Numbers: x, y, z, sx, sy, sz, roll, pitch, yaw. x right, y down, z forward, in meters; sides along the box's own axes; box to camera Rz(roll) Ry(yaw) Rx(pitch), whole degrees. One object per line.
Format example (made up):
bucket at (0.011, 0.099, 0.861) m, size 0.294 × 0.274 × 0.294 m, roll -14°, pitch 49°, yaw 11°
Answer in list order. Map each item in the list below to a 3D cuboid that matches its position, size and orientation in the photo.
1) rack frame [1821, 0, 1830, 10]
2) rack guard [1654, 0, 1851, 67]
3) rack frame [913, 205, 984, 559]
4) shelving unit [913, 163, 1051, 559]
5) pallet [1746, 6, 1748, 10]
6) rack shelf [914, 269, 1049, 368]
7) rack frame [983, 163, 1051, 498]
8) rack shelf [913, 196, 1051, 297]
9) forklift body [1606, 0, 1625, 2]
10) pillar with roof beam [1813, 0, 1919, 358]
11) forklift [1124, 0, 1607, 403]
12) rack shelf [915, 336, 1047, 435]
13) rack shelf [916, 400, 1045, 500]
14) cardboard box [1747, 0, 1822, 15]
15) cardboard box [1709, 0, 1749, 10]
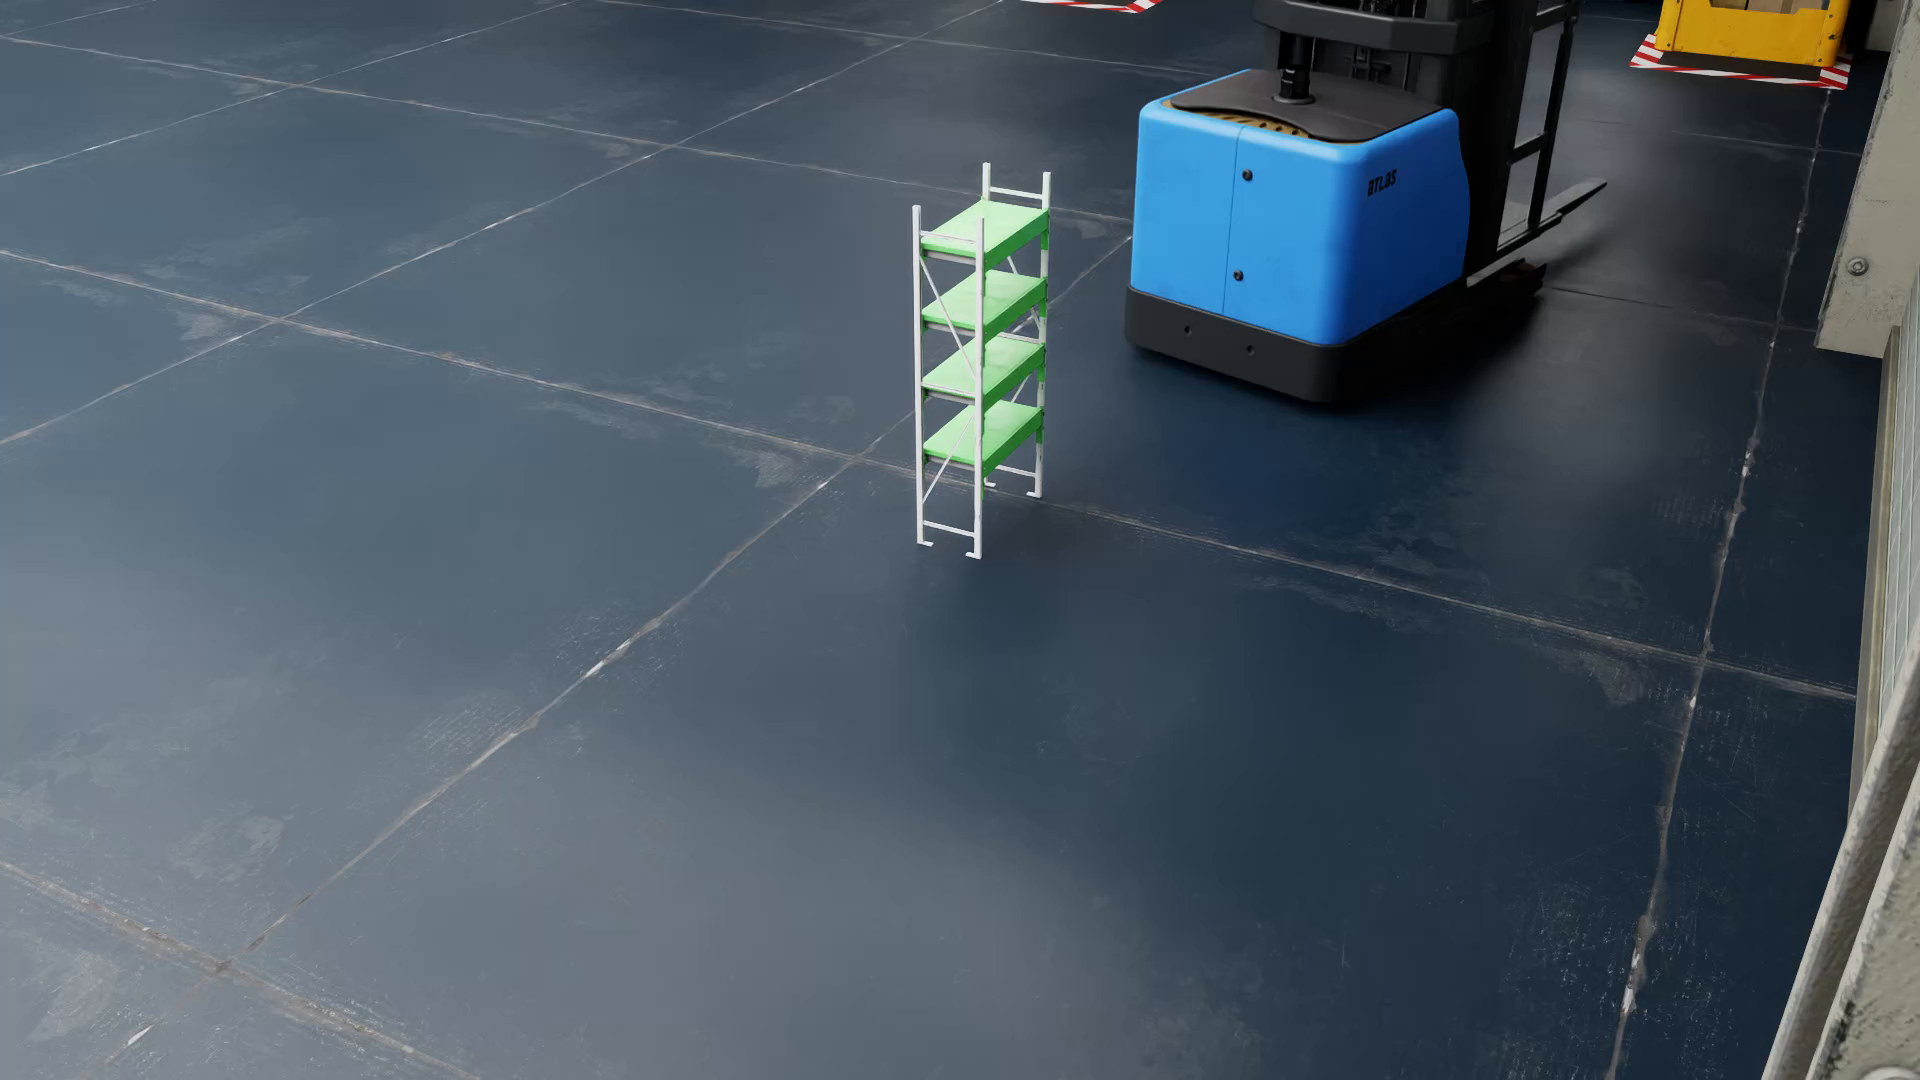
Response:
rack frame at (5.541, -4.747, 11.004) m, size 1.000 × 3.000 × 0.127 m, roll 14°, pitch 33°, yaw 23°
rack guard at (5.530, -3.652, 11.608) m, size 1.175 × 0.500 × 0.348 m, roll 14°, pitch 33°, yaw 23°
rack frame at (-0.036, -0.486, 5.391) m, size 0.240 × 1.200 × 0.015 m, roll 14°, pitch 33°, yaw 23°
shelving unit at (0.075, -0.594, 5.579) m, size 0.258 × 1.200 × 0.503 m, roll 14°, pitch 33°, yaw 23°
pallet at (5.852, -3.886, 12.305) m, size 1.003 × 0.211 × 1.213 m, roll 14°, pitch 33°, yaw 23°
rack shelf at (0.075, -0.746, 5.491) m, size 0.258 × 0.148 × 0.480 m, roll 14°, pitch 33°, yaw 23°
rack frame at (0.187, -0.702, 5.767) m, size 0.240 × 1.200 × 0.015 m, roll 14°, pitch 33°, yaw 23°
rack shelf at (0.075, -0.955, 5.372) m, size 0.258 × 0.148 × 0.480 m, roll 14°, pitch 33°, yaw 23°
forklift body at (4.780, -5.633, 13.400) m, size 2.313 × 2.155 × 1.214 m, roll 14°, pitch 33°, yaw 23°
pillar with roof beam at (0.095, -5.769, 6.760) m, size 9.100 × 9.000 × 0.400 m, roll 14°, pitch 33°, yaw 23°
forklift at (2.056, -2.463, 7.096) m, size 1.130 × 2.935 × 3.031 m, roll 24°, pitch 38°, yaw 35°
rack shelf at (0.075, -0.538, 5.611) m, size 0.258 × 0.148 × 0.480 m, roll 14°, pitch 33°, yaw 23°
rack shelf at (0.075, -0.330, 5.730) m, size 0.258 × 0.148 × 0.480 m, roll 14°, pitch 33°, yaw 23°
cardboard box at (5.939, -3.910, 11.886) m, size 0.500 × 0.250 × 0.500 m, roll 14°, pitch 33°, yaw 23°
cardboard box at (5.473, -4.016, 12.072) m, size 0.500 × 0.250 × 0.500 m, roll 15°, pitch 33°, yaw 24°
